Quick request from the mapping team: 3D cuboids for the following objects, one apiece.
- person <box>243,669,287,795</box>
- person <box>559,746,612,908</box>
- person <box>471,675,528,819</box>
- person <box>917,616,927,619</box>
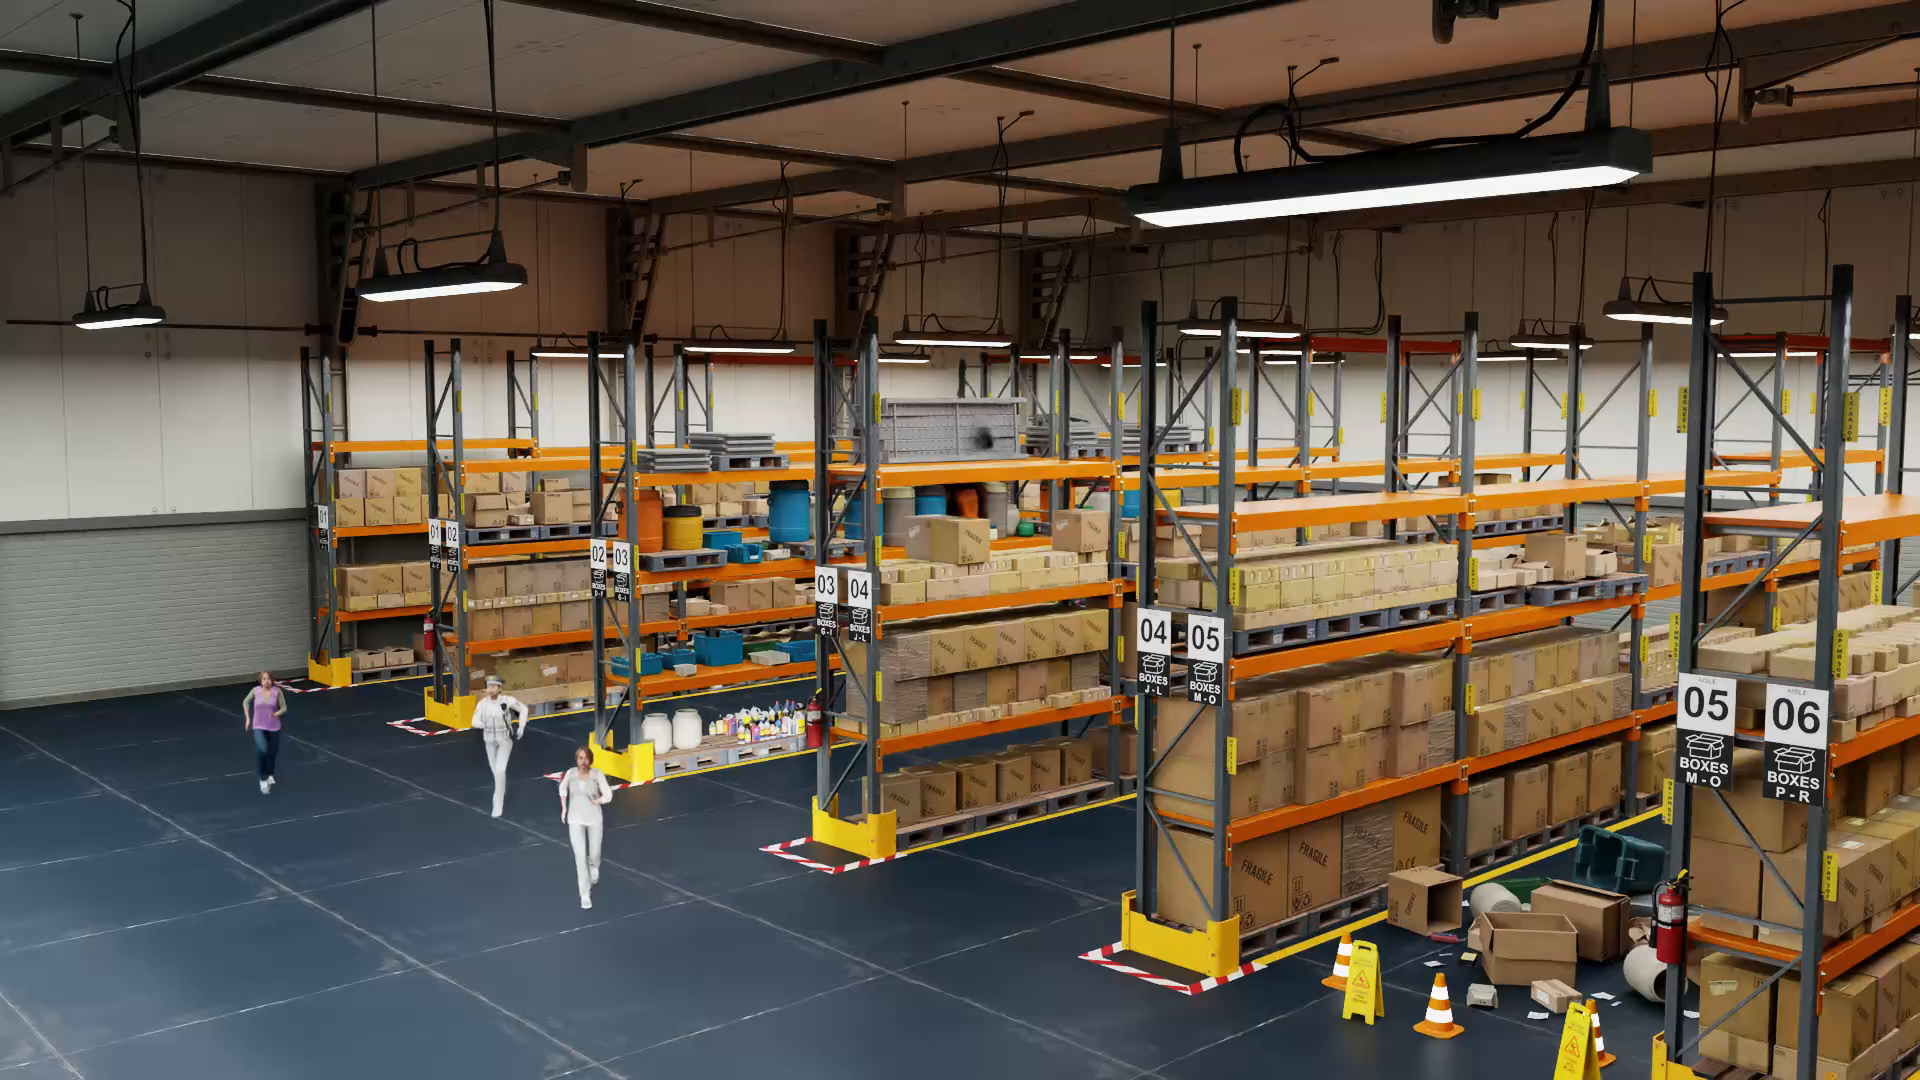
[{"bbox_3d":[-8.983,2.474,21.542,0.498,1.615,0.760,-3,6,-28],"label":"person"},{"bbox_3d":[-3.809,2.874,16.930,0.536,1.568,0.856,-1,5,-10],"label":"person"},{"bbox_3d":[-5.699,2.510,20.614,0.616,1.738,0.881,0,5,4],"label":"person"},{"bbox_3d":[-0.531,1.523,28.676,0.605,1.696,0.562,-5,7,-42],"label":"person"}]
